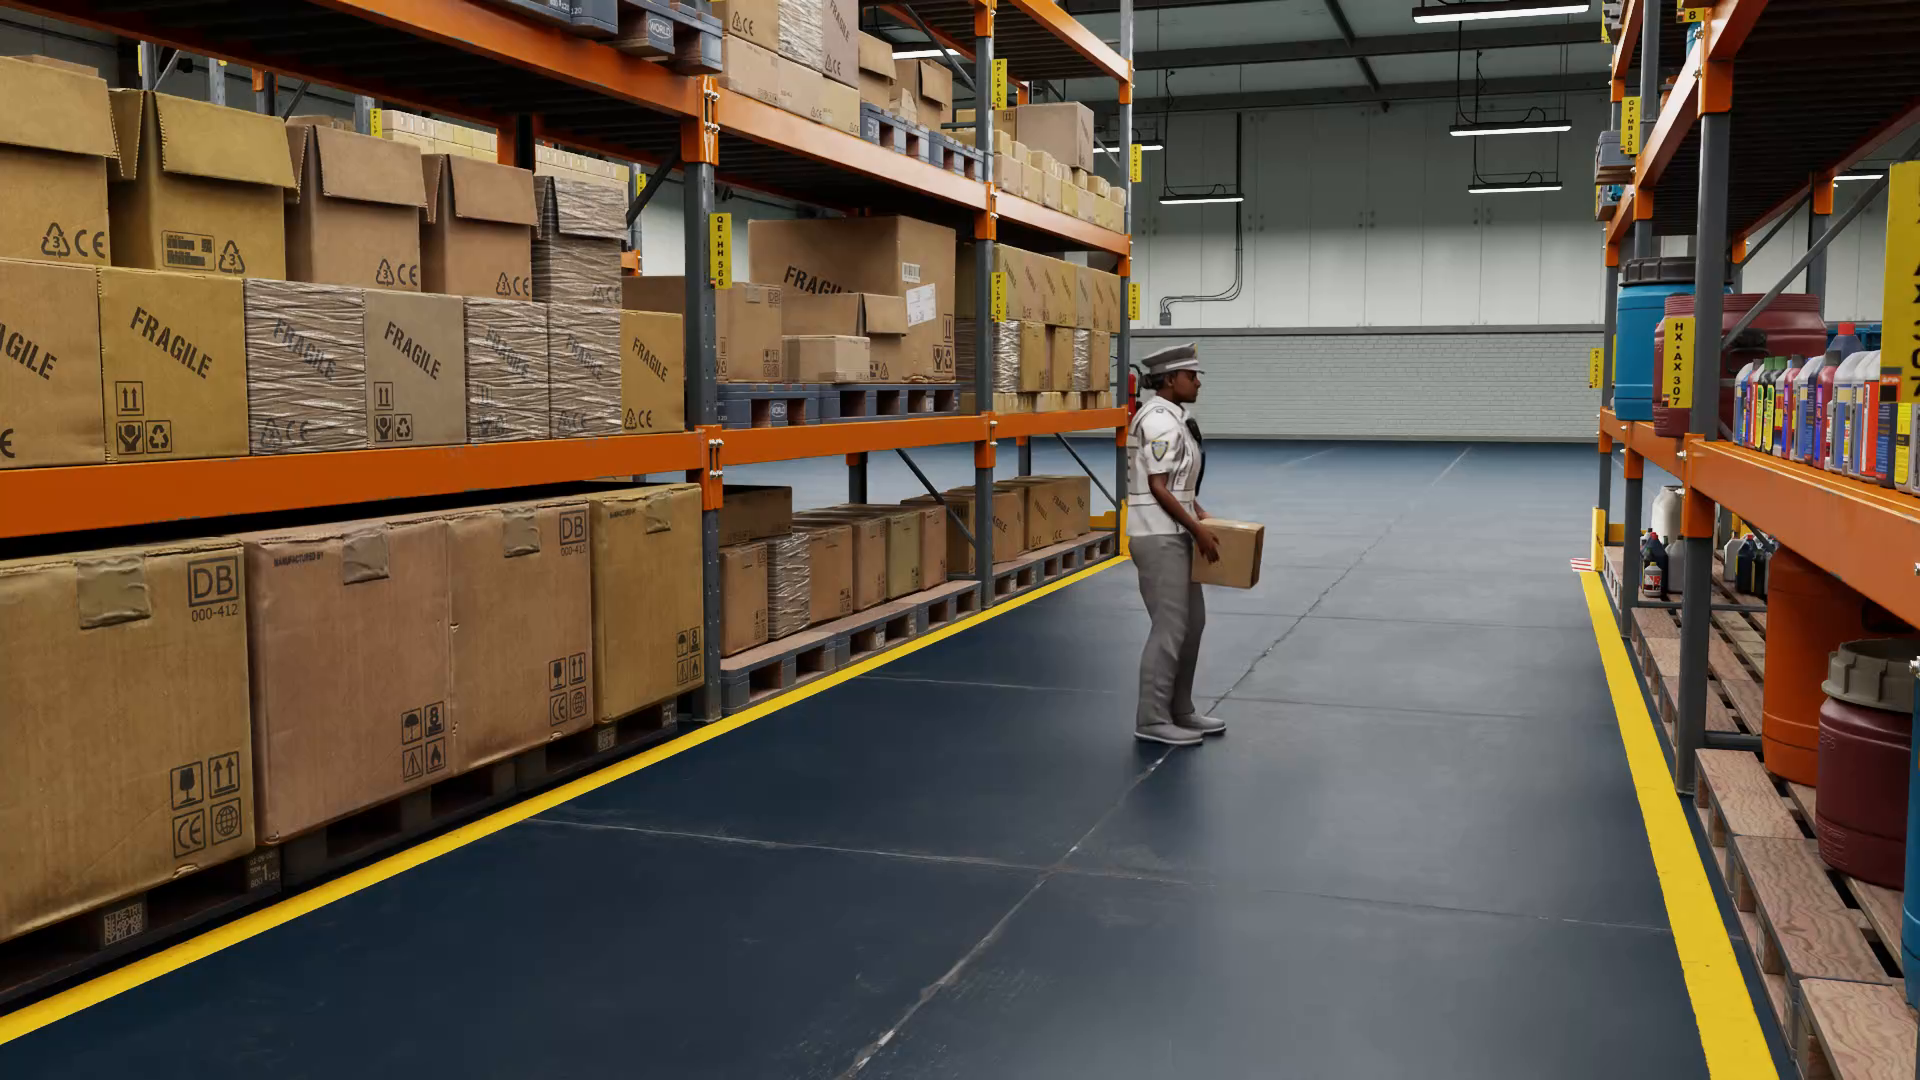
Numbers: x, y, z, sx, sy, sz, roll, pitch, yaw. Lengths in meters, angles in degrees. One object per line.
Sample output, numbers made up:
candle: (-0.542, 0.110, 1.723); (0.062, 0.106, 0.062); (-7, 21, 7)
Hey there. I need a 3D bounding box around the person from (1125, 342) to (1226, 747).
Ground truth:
person: (0.923, 0.003, 7.085); (0.428, 1.684, 0.479); (2, 6, 18)
